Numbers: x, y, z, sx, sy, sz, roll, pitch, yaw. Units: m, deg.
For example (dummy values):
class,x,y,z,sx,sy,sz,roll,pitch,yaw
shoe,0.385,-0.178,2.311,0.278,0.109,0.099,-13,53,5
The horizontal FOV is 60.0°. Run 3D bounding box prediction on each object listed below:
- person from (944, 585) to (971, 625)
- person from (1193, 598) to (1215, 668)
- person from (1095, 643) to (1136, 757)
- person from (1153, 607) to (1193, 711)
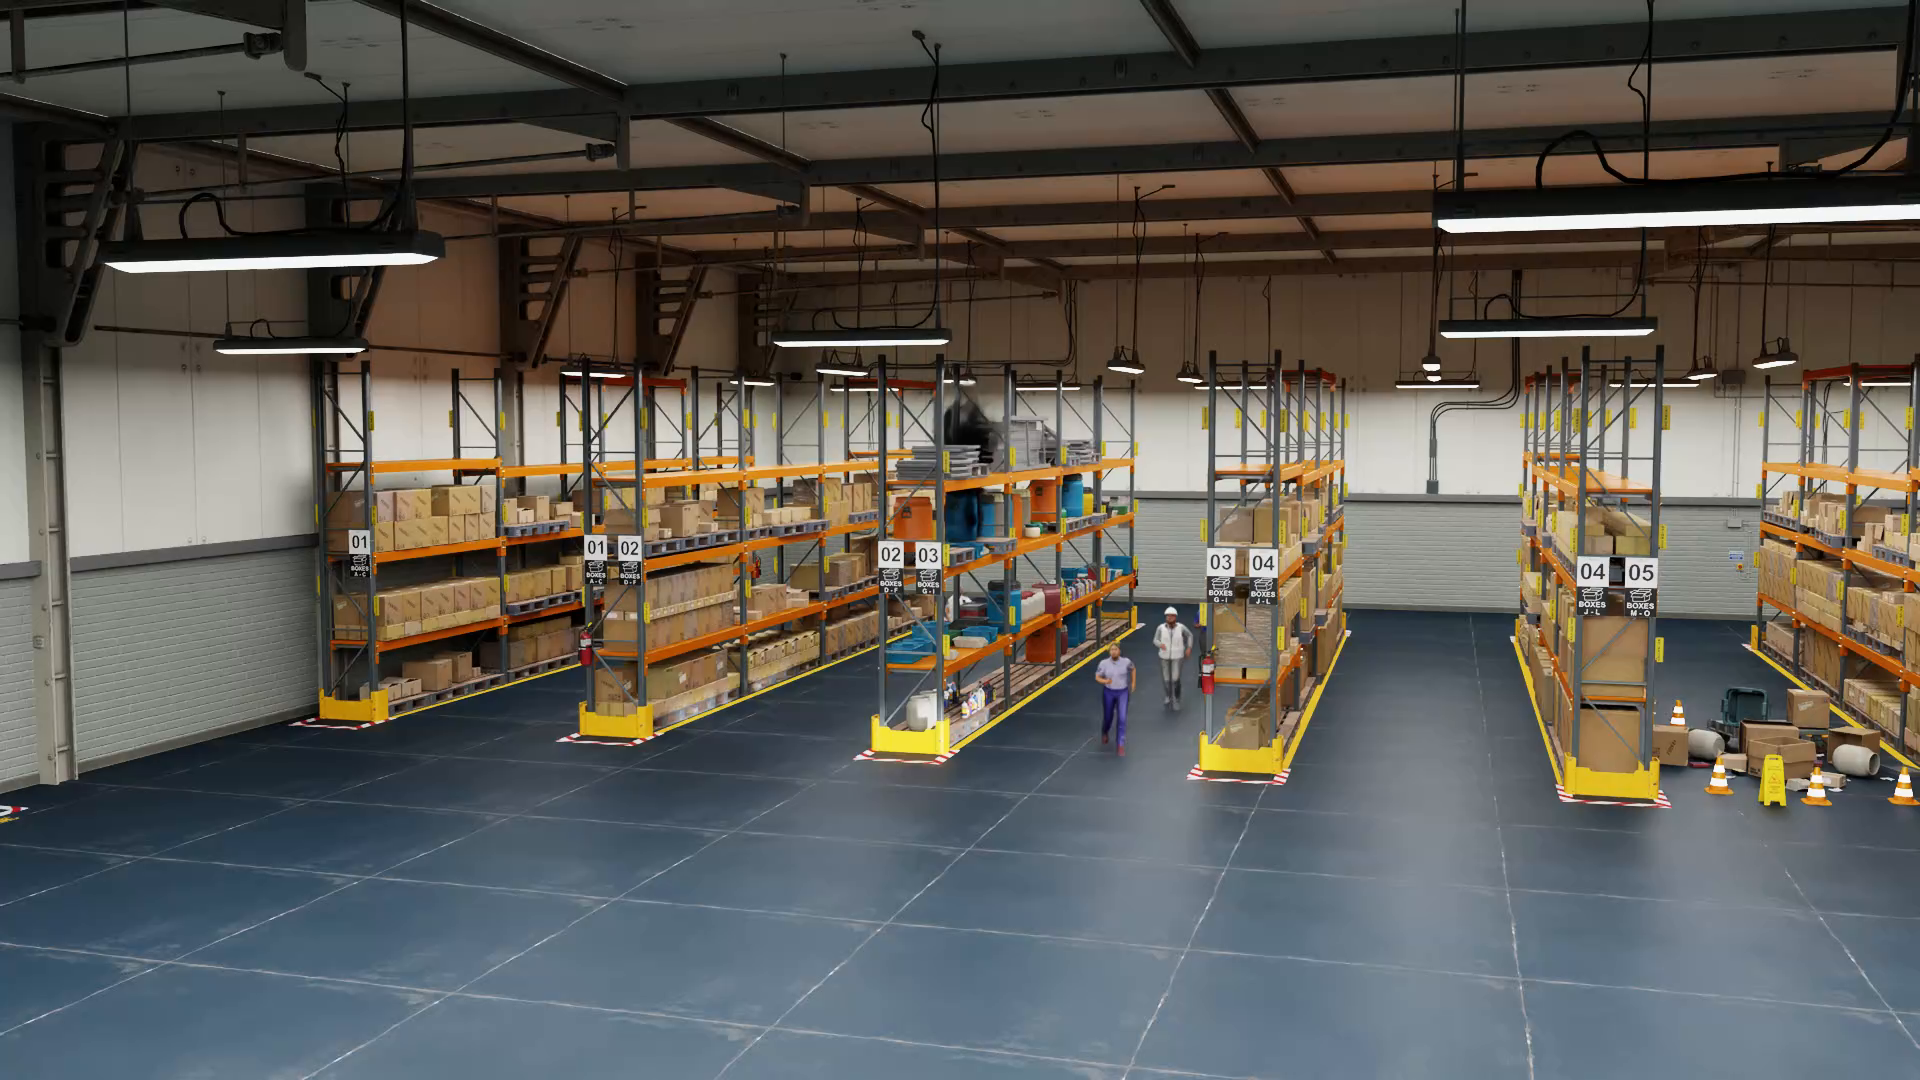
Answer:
class,x,y,z,sx,sy,sz,roll,pitch,yaw
person,-0.031,1.729,34.445,0.614,1.638,0.598,1,4,11
person,4.722,1.901,31.594,0.578,1.643,0.870,1,4,11
person,2.361,2.384,25.237,0.614,1.677,0.930,0,4,5
person,3.679,2.078,28.862,0.671,1.834,0.726,1,4,14
